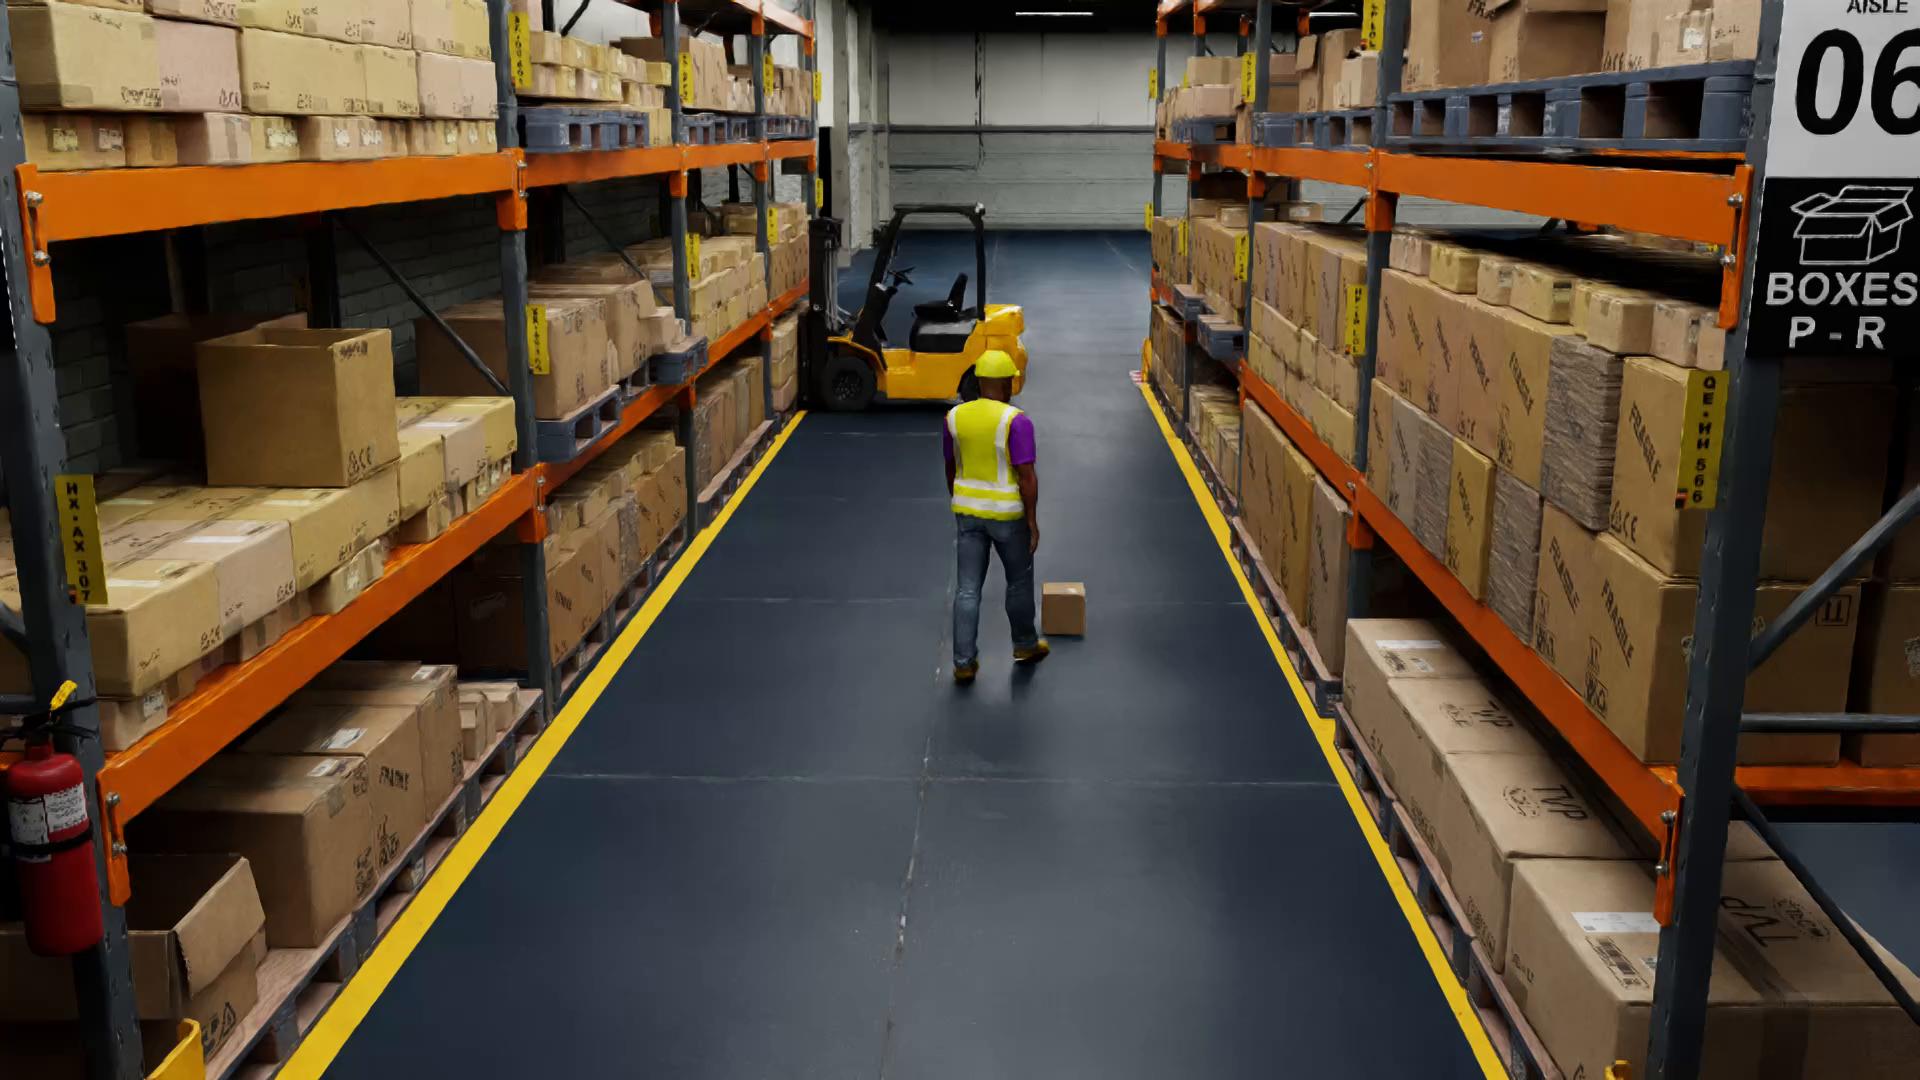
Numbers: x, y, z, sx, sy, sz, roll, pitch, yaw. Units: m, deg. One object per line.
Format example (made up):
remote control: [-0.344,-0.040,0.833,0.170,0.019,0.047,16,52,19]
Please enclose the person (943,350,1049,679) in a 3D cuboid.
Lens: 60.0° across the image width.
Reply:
person: [0.217,-0.166,9.043,0.622,1.748,0.765,6,15,24]
